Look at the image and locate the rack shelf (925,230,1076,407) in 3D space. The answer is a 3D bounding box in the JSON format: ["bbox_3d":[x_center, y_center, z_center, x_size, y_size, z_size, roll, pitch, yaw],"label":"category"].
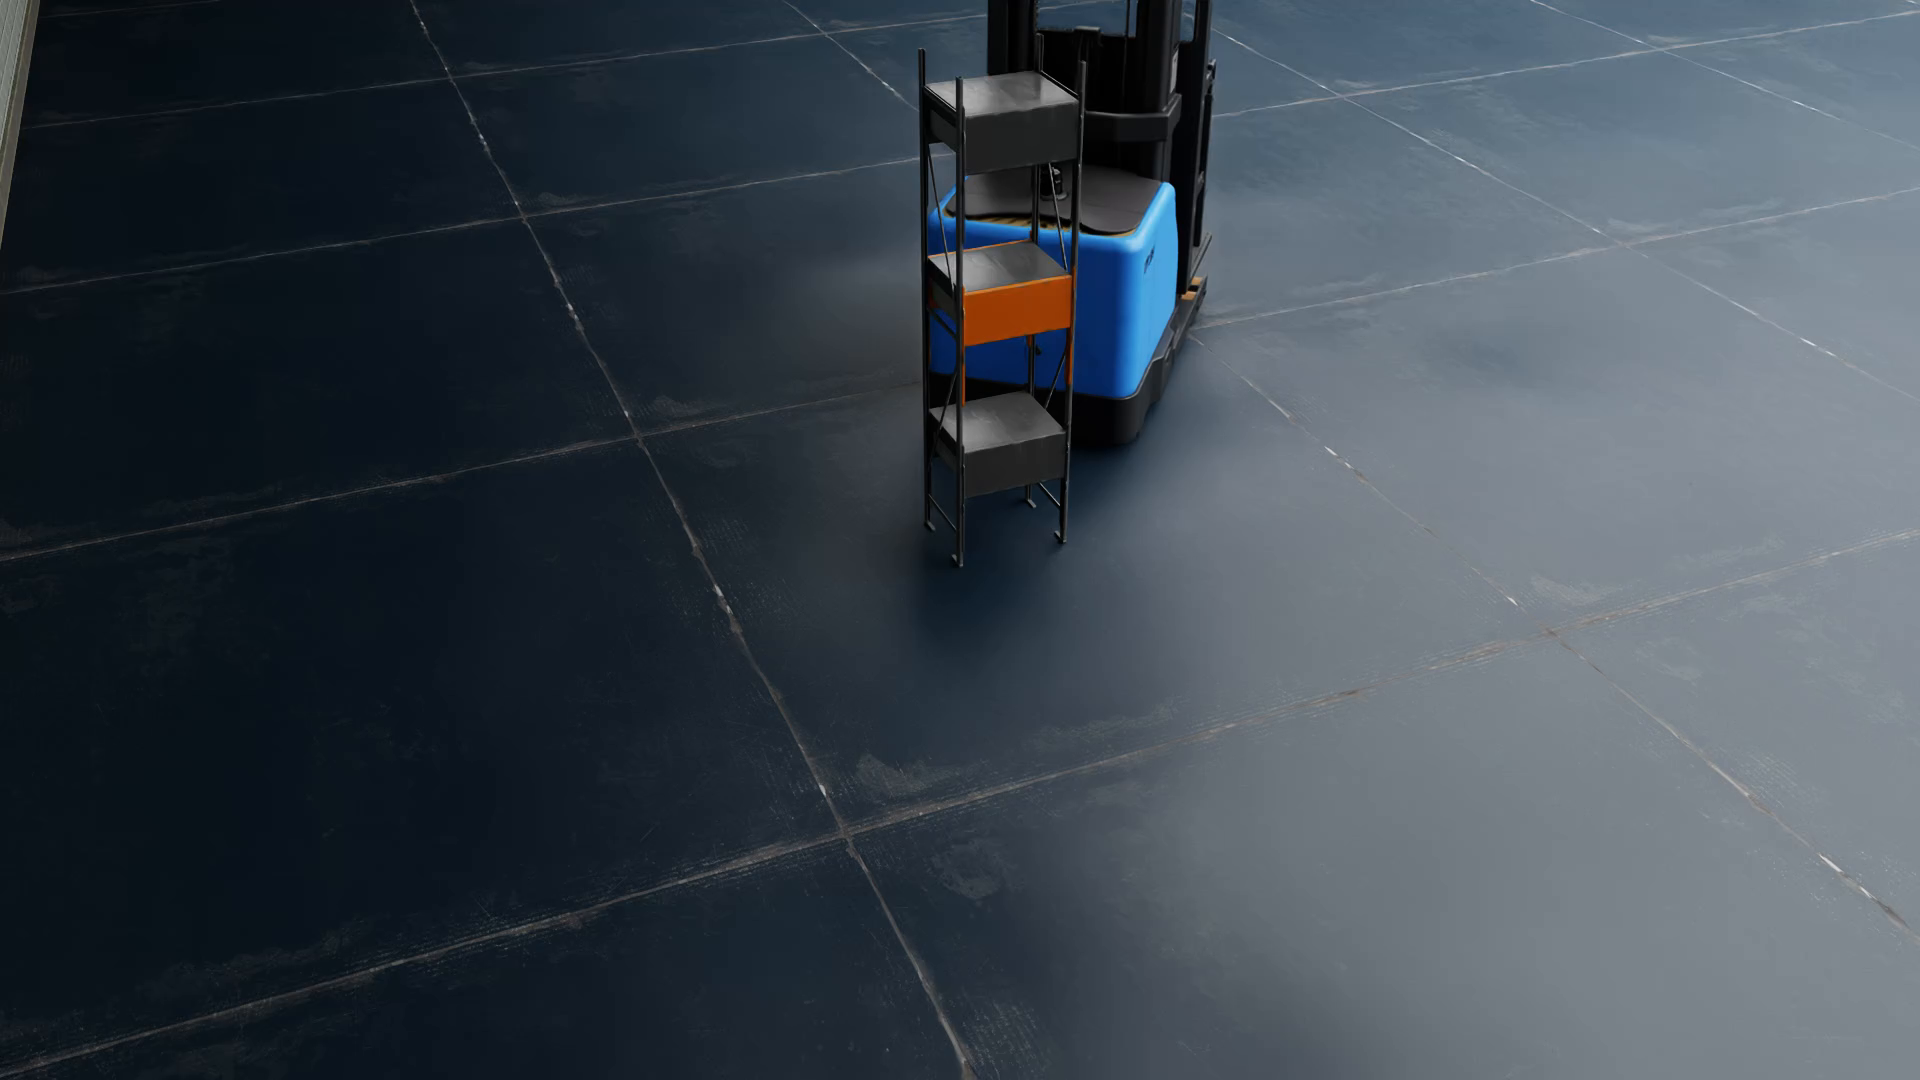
[{"bbox_3d":[0.153,-0.904,6.738,0.480,0.518,0.431,-13,35,-19],"label":"rack shelf"}]

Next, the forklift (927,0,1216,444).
[{"bbox_3d":[0.742,-2.477,8.369,1.130,2.935,3.031,9,34,14],"label":"forklift"}]

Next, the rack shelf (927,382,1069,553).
[{"bbox_3d":[0.153,-0.317,7.120,0.480,0.518,0.431,-13,35,-19],"label":"rack shelf"}]

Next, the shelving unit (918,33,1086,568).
[{"bbox_3d":[0.153,-0.915,6.731,0.503,2.100,0.431,-13,35,-19],"label":"shelving unit"}]

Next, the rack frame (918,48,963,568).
[{"bbox_3d":[-0.072,-0.864,6.652,0.015,2.100,0.400,-13,35,-19],"label":"rack frame"}]

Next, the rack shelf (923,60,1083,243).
[{"bbox_3d":[0.153,-1.490,6.357,0.480,0.518,0.431,-13,35,-19],"label":"rack shelf"}]

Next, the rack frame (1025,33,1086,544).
[{"bbox_3d":[0.378,-0.967,6.810,0.015,2.100,0.400,-13,35,-19],"label":"rack frame"}]
